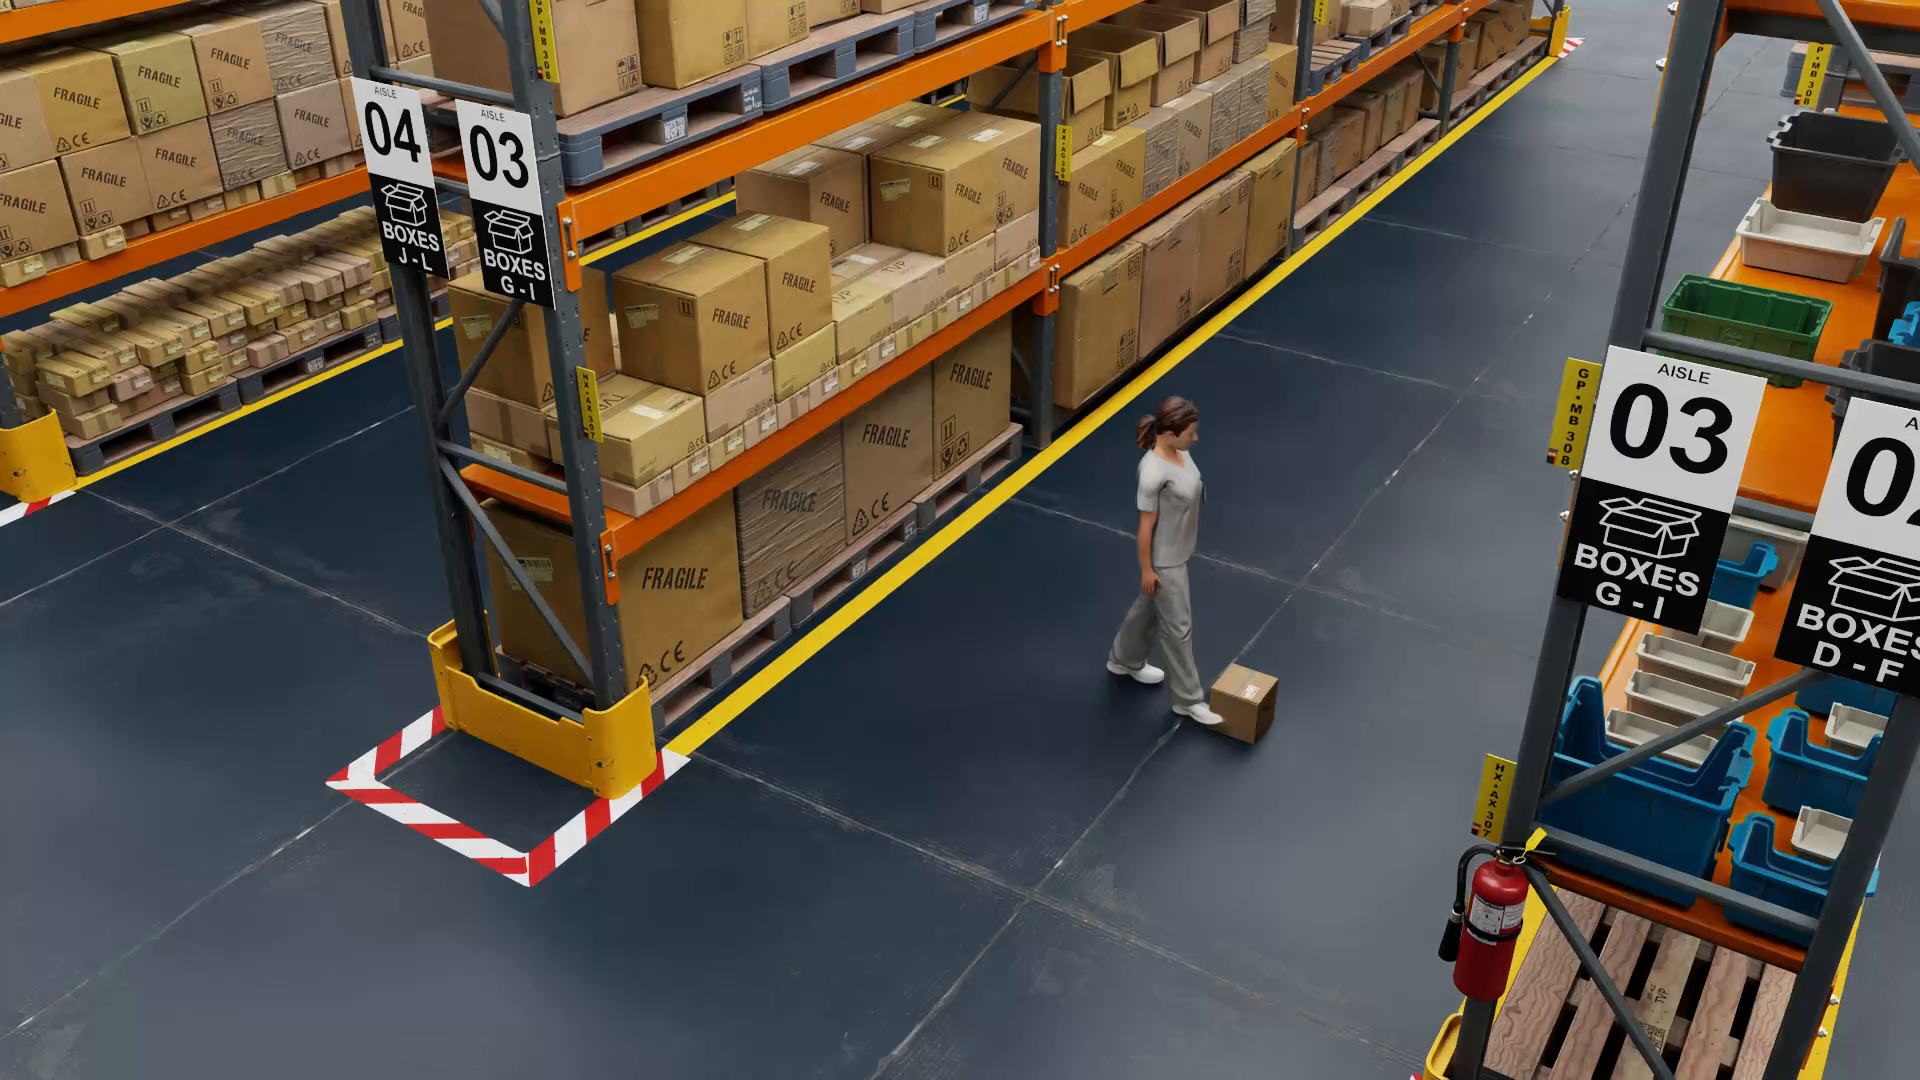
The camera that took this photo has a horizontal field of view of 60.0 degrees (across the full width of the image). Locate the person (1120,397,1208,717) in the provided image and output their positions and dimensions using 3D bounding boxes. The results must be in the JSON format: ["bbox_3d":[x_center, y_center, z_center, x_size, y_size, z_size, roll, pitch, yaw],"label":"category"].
[{"bbox_3d":[0.998,0.064,8.086,0.363,1.671,0.443,19,35,28],"label":"person"}]
